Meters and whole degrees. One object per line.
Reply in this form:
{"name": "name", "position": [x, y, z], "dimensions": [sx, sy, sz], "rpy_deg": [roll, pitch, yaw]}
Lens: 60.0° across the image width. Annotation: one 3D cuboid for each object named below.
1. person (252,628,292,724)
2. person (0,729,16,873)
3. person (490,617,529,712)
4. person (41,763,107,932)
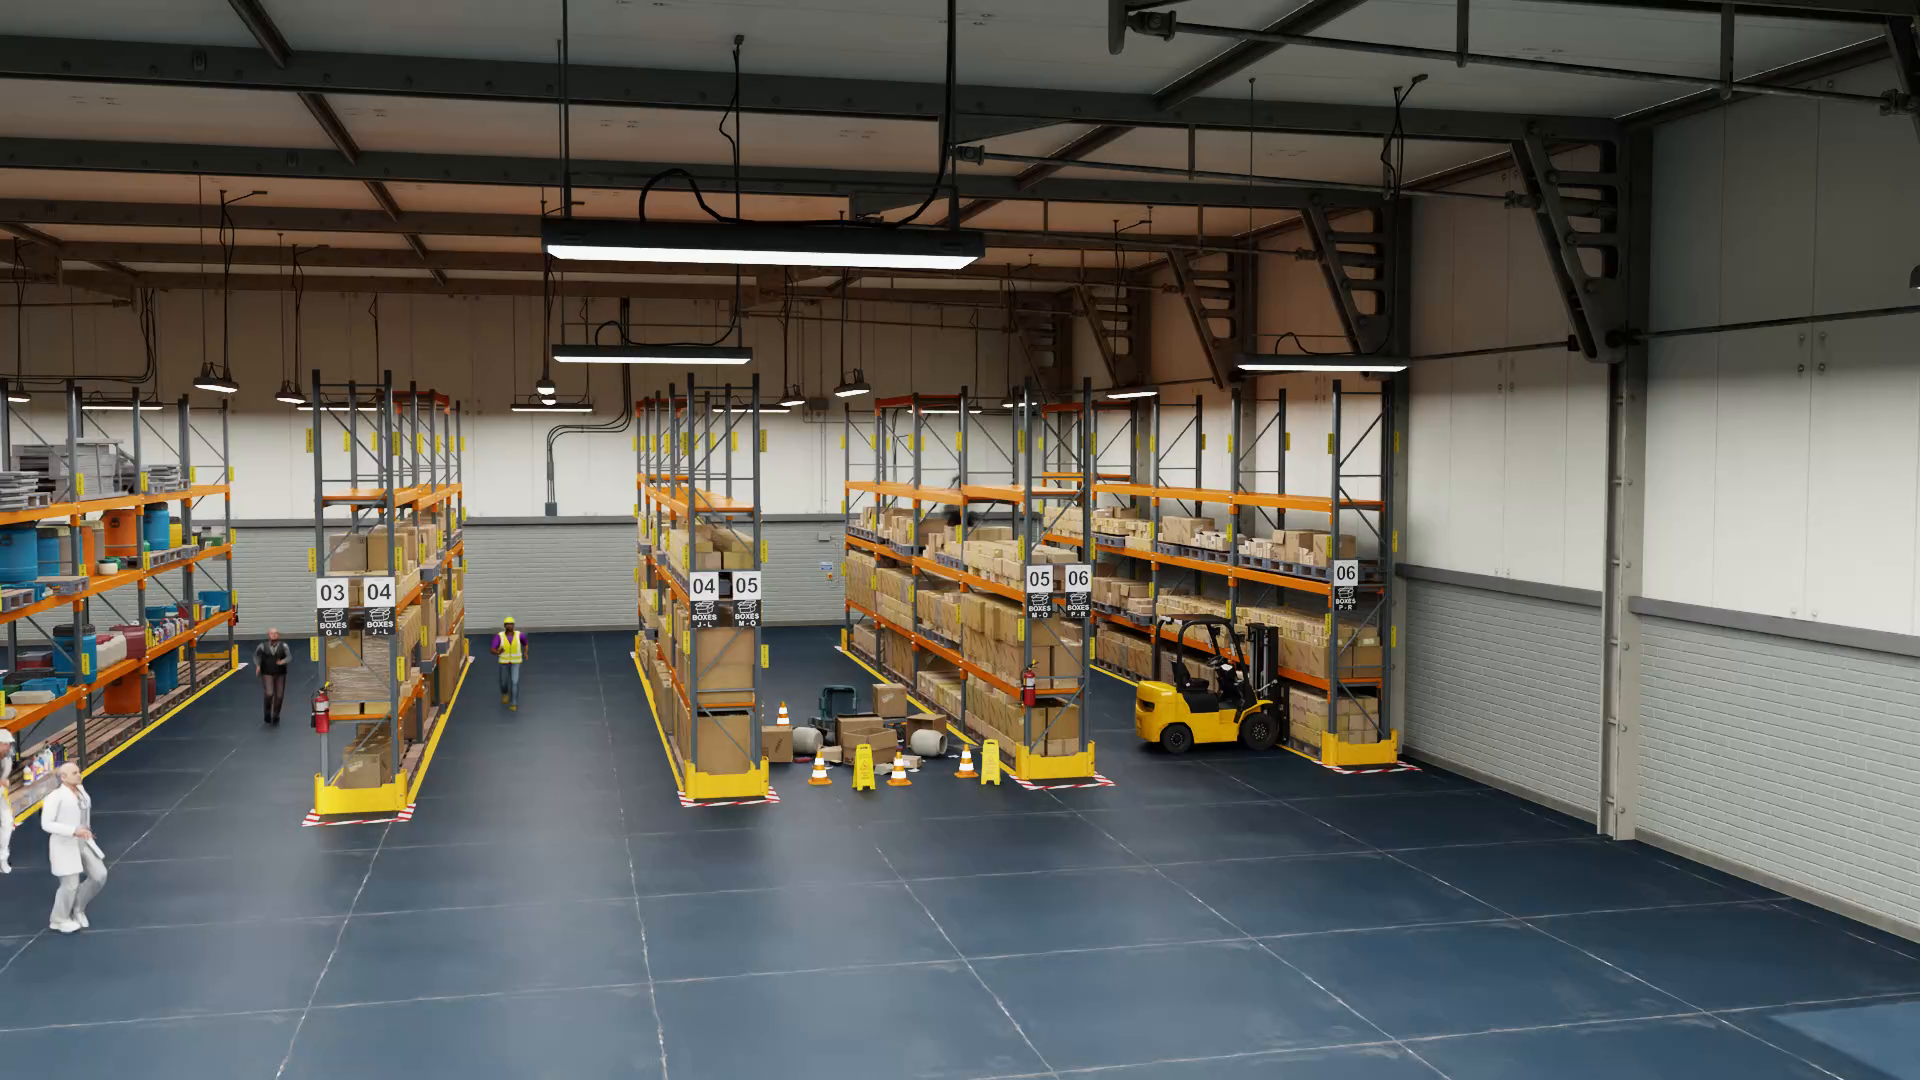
{"name": "person", "position": [-12.247, 2.429, 29.669], "dimensions": [0.630, 1.701, 0.676], "rpy_deg": [-2, 4, -30]}
{"name": "person", "position": [-11.486, 3.038, 19.556], "dimensions": [1.025, 1.695, 0.699], "rpy_deg": [1, 3, 19]}
{"name": "person", "position": [-8.456, 2.318, 31.255], "dimensions": [0.712, 1.747, 0.916], "rpy_deg": [-1, 3, -16]}
{"name": "person", "position": [-9.036, 3.142, 16.972], "dimensions": [0.679, 1.750, 0.705], "rpy_deg": [1, 3, 15]}
